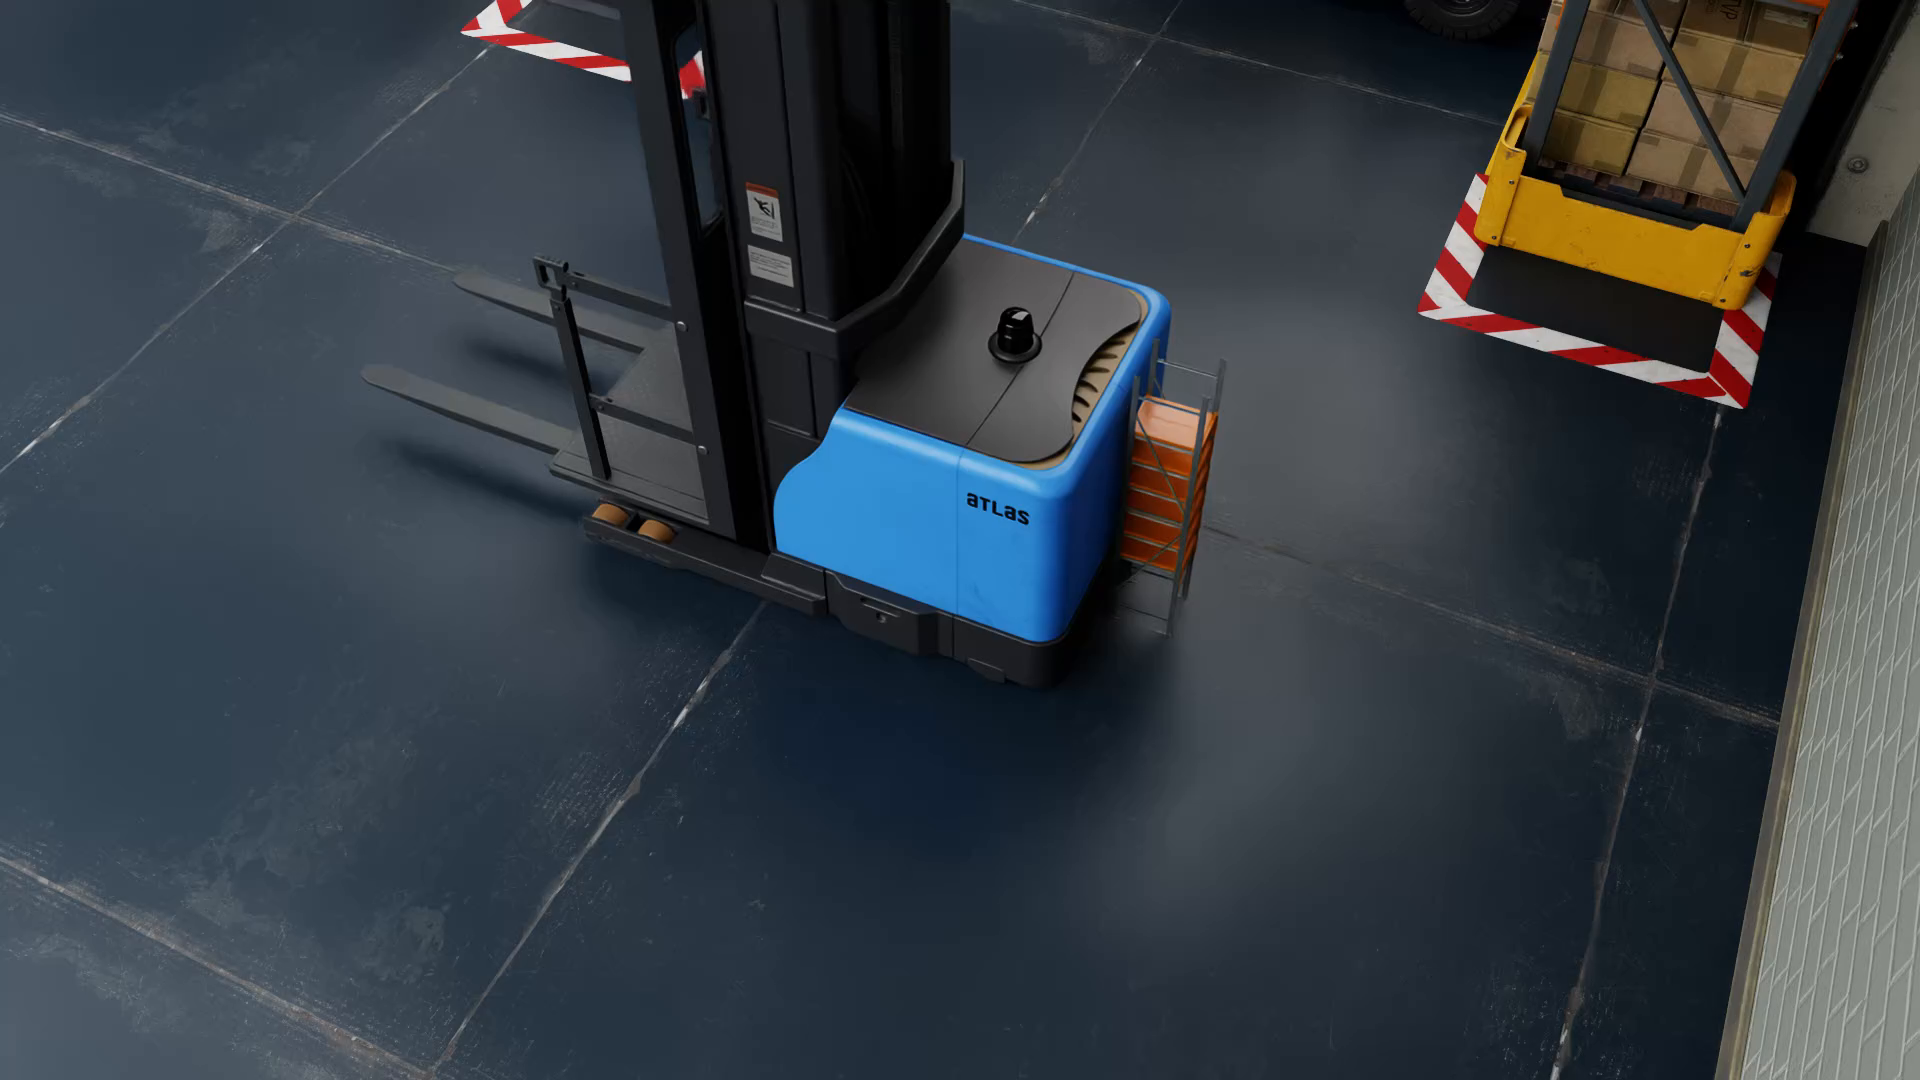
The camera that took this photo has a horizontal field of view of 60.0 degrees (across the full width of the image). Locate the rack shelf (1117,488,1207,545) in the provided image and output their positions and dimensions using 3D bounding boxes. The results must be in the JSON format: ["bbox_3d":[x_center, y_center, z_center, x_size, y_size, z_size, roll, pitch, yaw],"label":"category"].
[{"bbox_3d":[0.681,-0.114,5.618,0.258,0.103,0.180,18,52,15],"label":"rack shelf"}]

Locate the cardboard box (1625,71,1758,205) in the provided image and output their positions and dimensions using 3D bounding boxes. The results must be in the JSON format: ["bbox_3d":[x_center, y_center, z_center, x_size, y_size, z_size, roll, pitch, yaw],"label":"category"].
[{"bbox_3d":[3.267,-1.777,7.322,0.500,0.250,0.500,20,52,16],"label":"cardboard box"}]

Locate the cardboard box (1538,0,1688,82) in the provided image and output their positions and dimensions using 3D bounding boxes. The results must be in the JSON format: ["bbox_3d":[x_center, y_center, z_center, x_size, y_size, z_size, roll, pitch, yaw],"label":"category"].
[{"bbox_3d":[2.795,-2.245,7.064,0.500,0.250,0.500,21,53,17],"label":"cardboard box"}]

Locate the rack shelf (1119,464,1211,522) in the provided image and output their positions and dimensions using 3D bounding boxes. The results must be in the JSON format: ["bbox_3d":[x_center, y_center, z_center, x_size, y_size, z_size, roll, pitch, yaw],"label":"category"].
[{"bbox_3d":[0.681,-0.192,5.526,0.258,0.103,0.180,18,52,15],"label":"rack shelf"}]

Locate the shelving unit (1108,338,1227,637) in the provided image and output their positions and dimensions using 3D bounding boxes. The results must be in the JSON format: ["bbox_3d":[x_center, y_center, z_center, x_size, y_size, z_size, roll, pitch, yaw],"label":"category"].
[{"bbox_3d":[0.681,-0.143,5.584,0.258,1.200,0.189,18,52,15],"label":"shelving unit"}]

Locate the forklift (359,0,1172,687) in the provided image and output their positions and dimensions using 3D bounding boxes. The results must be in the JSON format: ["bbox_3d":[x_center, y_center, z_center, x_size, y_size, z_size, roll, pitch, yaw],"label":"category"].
[{"bbox_3d":[-0.839,-1.209,5.355,3.031,2.935,1.130,19,52,16],"label":"forklift"}]

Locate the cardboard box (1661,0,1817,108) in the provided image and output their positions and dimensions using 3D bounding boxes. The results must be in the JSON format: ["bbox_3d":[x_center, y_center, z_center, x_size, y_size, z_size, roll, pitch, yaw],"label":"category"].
[{"bbox_3d":[3.257,-2.096,6.937,0.500,0.250,0.500,19,52,16],"label":"cardboard box"}]

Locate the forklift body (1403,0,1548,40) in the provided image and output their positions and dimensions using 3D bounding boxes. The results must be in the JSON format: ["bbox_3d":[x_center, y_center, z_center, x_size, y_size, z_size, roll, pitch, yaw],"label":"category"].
[{"bbox_3d":[2.041,-3.882,8.141,2.313,2.155,1.214,20,52,16],"label":"forklift body"}]

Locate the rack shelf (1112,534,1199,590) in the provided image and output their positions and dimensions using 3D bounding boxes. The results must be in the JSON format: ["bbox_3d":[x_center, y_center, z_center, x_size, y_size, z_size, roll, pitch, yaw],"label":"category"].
[{"bbox_3d":[0.681,0.041,5.801,0.258,0.103,0.180,18,52,15],"label":"rack shelf"}]

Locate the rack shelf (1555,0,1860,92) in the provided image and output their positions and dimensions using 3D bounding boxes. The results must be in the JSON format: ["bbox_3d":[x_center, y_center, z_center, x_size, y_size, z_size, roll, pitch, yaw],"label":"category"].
[{"bbox_3d":[3.735,-3.401,7.647,1.077,0.370,4.000,20,52,16],"label":"rack shelf"}]

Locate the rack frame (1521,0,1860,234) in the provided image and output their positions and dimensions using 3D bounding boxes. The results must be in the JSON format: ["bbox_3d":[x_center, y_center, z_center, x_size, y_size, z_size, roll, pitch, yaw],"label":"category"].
[{"bbox_3d":[2.880,-2.257,6.201,1.000,3.000,0.127,20,52,16],"label":"rack frame"}]

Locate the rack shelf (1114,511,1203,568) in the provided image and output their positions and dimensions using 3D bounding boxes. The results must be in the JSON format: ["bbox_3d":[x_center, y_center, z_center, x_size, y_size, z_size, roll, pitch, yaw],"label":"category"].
[{"bbox_3d":[0.681,-0.037,5.709,0.258,0.103,0.180,18,52,15],"label":"rack shelf"}]

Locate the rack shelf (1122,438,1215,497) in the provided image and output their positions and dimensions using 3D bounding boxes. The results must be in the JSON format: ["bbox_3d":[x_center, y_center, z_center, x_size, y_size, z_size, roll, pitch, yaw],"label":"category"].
[{"bbox_3d":[0.681,-0.270,5.435,0.258,0.103,0.180,18,52,15],"label":"rack shelf"}]

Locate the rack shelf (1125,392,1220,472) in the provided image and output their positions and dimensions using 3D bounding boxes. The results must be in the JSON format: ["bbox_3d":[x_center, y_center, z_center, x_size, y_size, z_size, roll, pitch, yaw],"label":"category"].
[{"bbox_3d":[0.681,-0.348,5.344,0.258,0.103,0.180,18,52,15],"label":"rack shelf"}]

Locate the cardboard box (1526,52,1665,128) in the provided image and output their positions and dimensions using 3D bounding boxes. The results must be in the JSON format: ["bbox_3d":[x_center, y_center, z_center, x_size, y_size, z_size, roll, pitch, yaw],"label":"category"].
[{"bbox_3d":[2.806,-2.101,7.270,0.500,0.250,0.500,19,52,16],"label":"cardboard box"}]

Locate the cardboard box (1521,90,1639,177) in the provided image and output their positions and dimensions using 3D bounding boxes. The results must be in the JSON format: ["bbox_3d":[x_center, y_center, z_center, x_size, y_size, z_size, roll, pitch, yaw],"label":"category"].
[{"bbox_3d":[2.795,-1.929,7.451,0.500,0.250,0.500,20,53,16],"label":"cardboard box"}]

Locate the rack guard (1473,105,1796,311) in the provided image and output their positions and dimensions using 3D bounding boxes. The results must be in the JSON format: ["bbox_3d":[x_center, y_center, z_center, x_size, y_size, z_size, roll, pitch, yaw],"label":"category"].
[{"bbox_3d":[2.870,-1.431,7.139,1.175,0.500,0.348,20,52,16],"label":"rack guard"}]

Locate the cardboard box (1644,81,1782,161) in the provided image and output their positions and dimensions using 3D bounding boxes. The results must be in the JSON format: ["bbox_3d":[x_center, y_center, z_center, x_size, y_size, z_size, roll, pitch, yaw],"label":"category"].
[{"bbox_3d":[3.269,-1.921,7.116,0.500,0.250,0.500,21,53,17],"label":"cardboard box"}]

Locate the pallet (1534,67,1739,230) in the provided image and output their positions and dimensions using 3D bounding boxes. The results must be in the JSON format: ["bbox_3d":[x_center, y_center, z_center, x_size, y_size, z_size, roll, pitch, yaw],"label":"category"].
[{"bbox_3d":[3.169,-1.894,7.723,1.003,0.211,1.213,20,52,16],"label":"pallet"}]

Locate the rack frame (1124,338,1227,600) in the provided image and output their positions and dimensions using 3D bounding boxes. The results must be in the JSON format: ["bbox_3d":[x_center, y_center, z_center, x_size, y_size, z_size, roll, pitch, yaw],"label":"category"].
[{"bbox_3d":[0.717,-0.207,5.639,0.240,1.200,0.006,18,52,15],"label":"rack frame"}]

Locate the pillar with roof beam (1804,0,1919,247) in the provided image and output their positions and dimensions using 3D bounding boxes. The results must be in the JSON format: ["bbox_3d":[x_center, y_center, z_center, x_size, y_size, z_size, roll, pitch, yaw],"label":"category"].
[{"bbox_3d":[0.100,-5.788,5.267,9.100,9.000,0.400,20,52,16],"label":"pillar with roof beam"}]

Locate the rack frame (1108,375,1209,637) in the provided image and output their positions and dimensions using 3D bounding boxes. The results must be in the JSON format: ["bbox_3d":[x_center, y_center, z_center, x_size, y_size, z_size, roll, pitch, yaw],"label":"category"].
[{"bbox_3d":[0.645,-0.079,5.529,0.240,1.200,0.006,18,52,15],"label":"rack frame"}]
